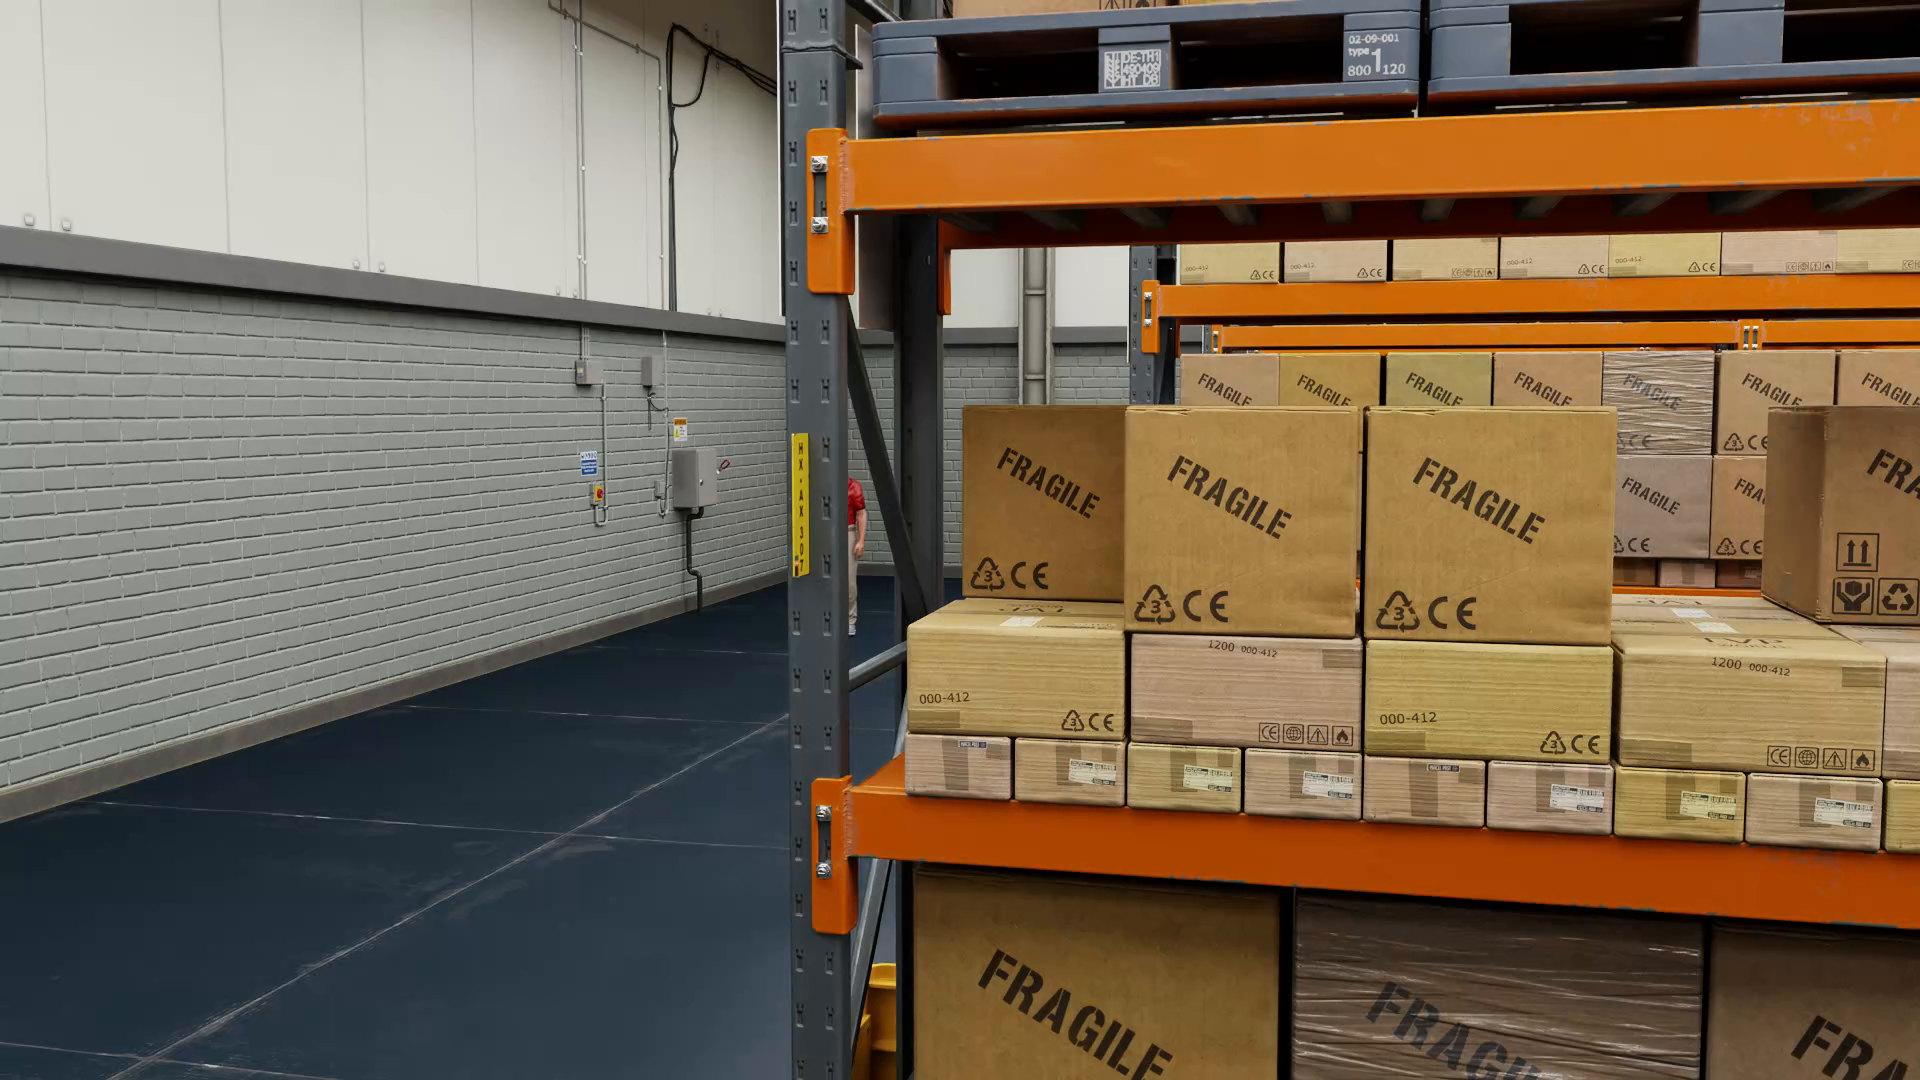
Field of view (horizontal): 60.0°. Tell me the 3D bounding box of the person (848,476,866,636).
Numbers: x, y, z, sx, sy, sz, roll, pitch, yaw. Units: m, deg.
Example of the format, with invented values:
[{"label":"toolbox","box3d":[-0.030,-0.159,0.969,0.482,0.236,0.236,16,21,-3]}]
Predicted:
[{"label":"person","box3d":[-1.179,0.032,15.725,0.587,1.726,0.389,1,5,13]}]
